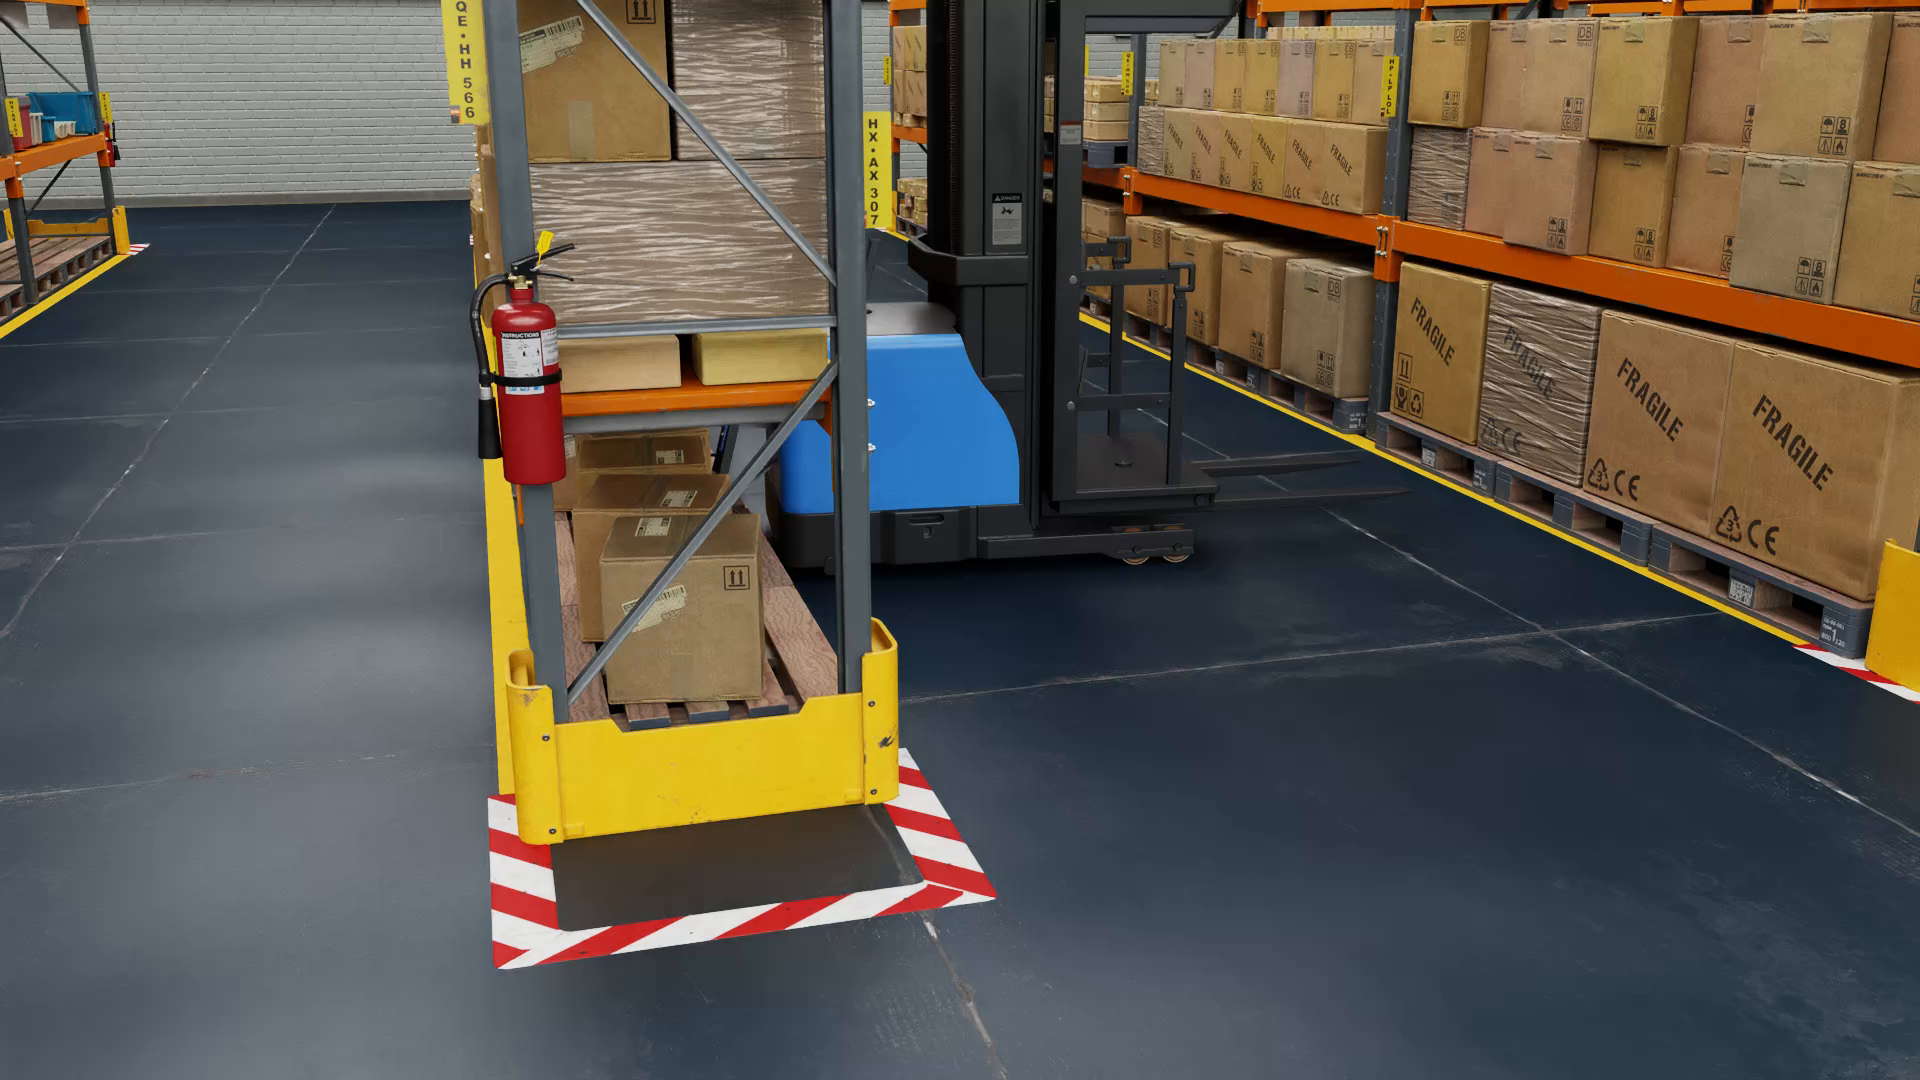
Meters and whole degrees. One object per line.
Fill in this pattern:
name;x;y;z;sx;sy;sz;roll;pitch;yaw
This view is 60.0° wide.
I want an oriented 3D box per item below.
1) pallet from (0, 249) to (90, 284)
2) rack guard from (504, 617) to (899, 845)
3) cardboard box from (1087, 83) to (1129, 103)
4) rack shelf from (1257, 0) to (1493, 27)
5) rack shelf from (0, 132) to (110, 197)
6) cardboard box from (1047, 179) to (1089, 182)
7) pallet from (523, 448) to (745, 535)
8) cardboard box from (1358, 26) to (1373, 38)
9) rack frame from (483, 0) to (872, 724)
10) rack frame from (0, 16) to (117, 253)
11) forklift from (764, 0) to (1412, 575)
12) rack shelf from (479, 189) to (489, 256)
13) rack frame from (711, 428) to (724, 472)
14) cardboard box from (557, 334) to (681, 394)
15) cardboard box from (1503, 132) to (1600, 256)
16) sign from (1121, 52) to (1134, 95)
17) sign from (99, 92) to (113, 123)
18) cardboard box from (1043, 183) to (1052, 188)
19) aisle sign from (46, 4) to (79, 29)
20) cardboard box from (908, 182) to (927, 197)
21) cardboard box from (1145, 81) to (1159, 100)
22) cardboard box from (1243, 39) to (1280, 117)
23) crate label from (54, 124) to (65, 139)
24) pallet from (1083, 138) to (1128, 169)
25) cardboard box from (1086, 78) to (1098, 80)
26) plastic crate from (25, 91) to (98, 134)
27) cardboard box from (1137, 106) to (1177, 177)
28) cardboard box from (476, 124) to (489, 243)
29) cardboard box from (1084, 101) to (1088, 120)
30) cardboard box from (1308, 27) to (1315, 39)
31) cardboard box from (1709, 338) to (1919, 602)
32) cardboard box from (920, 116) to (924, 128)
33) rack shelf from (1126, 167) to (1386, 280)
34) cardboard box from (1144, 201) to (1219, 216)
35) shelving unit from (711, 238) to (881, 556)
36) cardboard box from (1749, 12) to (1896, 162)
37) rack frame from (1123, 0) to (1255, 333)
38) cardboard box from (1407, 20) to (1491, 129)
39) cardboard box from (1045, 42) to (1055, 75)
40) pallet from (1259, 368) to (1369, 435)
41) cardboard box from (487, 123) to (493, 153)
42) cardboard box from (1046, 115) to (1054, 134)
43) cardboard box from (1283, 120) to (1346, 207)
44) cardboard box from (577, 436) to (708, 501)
pallet;-9.405;-2.730;16.674;1.003;0.211;1.213;-5;17;-15
rack guard;-0.788;0.577;5.164;1.175;0.500;0.348;-5;17;-15
cardboard box;1.256;-3.642;13.534;0.380;0.149;0.250;-5;18;-17
rack shelf;4.914;-6.348;19.906;1.077;0.370;4.000;-5;17;-15
rack shelf;-9.376;-3.736;16.426;1.077;0.370;4.000;-5;17;-15
cardboard box;1.180;-3.460;16.569;0.500;0.250;0.500;-5;17;-17
pallet;-1.647;-0.188;8.209;1.003;0.211;1.213;-5;17;-15
cardboard box;4.856;-5.886;19.294;0.380;0.149;0.250;-5;17;-16
rack frame;-0.767;-0.600;4.734;1.000;3.000;0.127;-5;17;-15
rack frame;-9.926;-4.634;18.164;1.000;3.000;0.127;-5;17;-15
forklift;0.614;-1.437;7.641;3.031;2.935;1.130;-3;17;-10
rack shelf;-2.416;-1.915;10.363;1.077;0.370;4.000;-5;17;-15
rack frame;-1.231;-1.026;8.037;0.500;1.500;0.032;3;22;-33
cardboard box;-1.043;-0.542;4.978;0.380;0.149;0.250;-5;17;-15
cardboard box;3.252;-1.732;8.243;0.875;0.550;0.550;-5;17;-15
sign;1.312;-3.648;13.006;0.100;0.325;0.005;-5;17;-15
sign;-9.402;-4.760;18.300;0.100;0.325;0.005;-5;17;-15
cardboard box;0.830;-3.274;15.948;0.500;0.250;0.500;-4;17;-14
aisle sign;-9.664;-5.922;17.933;0.394;0.787;0.004;-5;17;-15
cardboard box;-0.412;-4.192;19.884;0.380;0.149;0.250;-5;17;-15
cardboard box;1.751;-3.828;14.154;0.380;0.149;0.250;-5;17;-16
cardboard box;2.369;-3.155;11.331;0.700;0.500;0.500;-5;17;-16
crate label;-9.362;-4.168;16.969;0.396;0.136;0.243;-5;17;-15
pallet;1.533;-3.273;13.969;1.213;0.211;1.003;-5;17;-15
cardboard box;1.388;-4.193;15.368;0.380;0.149;0.250;-6;18;-18
plastic crate;-9.654;-4.601;17.891;0.616;0.435;0.499;-5;17;-15
cardboard box;1.695;-3.079;12.814;0.500;0.500;0.500;-5;17;-15
cardboard box;-1.698;-1.626;7.460;0.875;0.500;0.500;-5;17;-15
cardboard box;1.183;-3.574;13.826;0.380;0.149;0.250;-4;17;-13
cardboard box;4.510;-6.238;20.467;0.380;0.149;0.250;-5;17;-15
cardboard box;3.780;-0.330;6.799;0.875;0.875;0.875;-5;17;-15
cardboard box;-0.258;-4.947;19.643;0.380;0.149;0.250;-4;17;-13
rack shelf;2.381;-2.279;11.575;1.077;0.370;4.000;-5;17;-15
cardboard box;1.875;-2.750;14.203;0.500;0.250;0.500;-6;18;-18
shelving unit;-0.989;-0.821;7.640;0.538;1.500;1.048;3;22;-33
cardboard box;3.725;-1.803;6.603;0.875;0.550;0.550;-5;17;-15
rack frame;1.832;-3.177;13.313;1.000;3.000;0.127;-5;17;-15
cardboard box;2.999;-2.554;9.104;0.875;0.550;0.550;-5;17;-15
cardboard box;0.843;-5.096;17.275;0.500;0.500;0.500;-4;17;-14
pallet;2.646;-0.942;10.722;1.003;0.211;1.213;-5;17;-15
cardboard box;-1.298;-1.539;5.433;0.500;0.500;0.500;-5;17;-15
cardboard box;0.976;-3.641;14.566;0.380;0.149;0.250;-5;18;-18
cardboard box;2.392;-2.381;10.491;0.500;0.500;0.500;-5;17;-16
cardboard box;-1.273;-0.115;6.735;0.500;0.500;0.500;-3;17;-10
